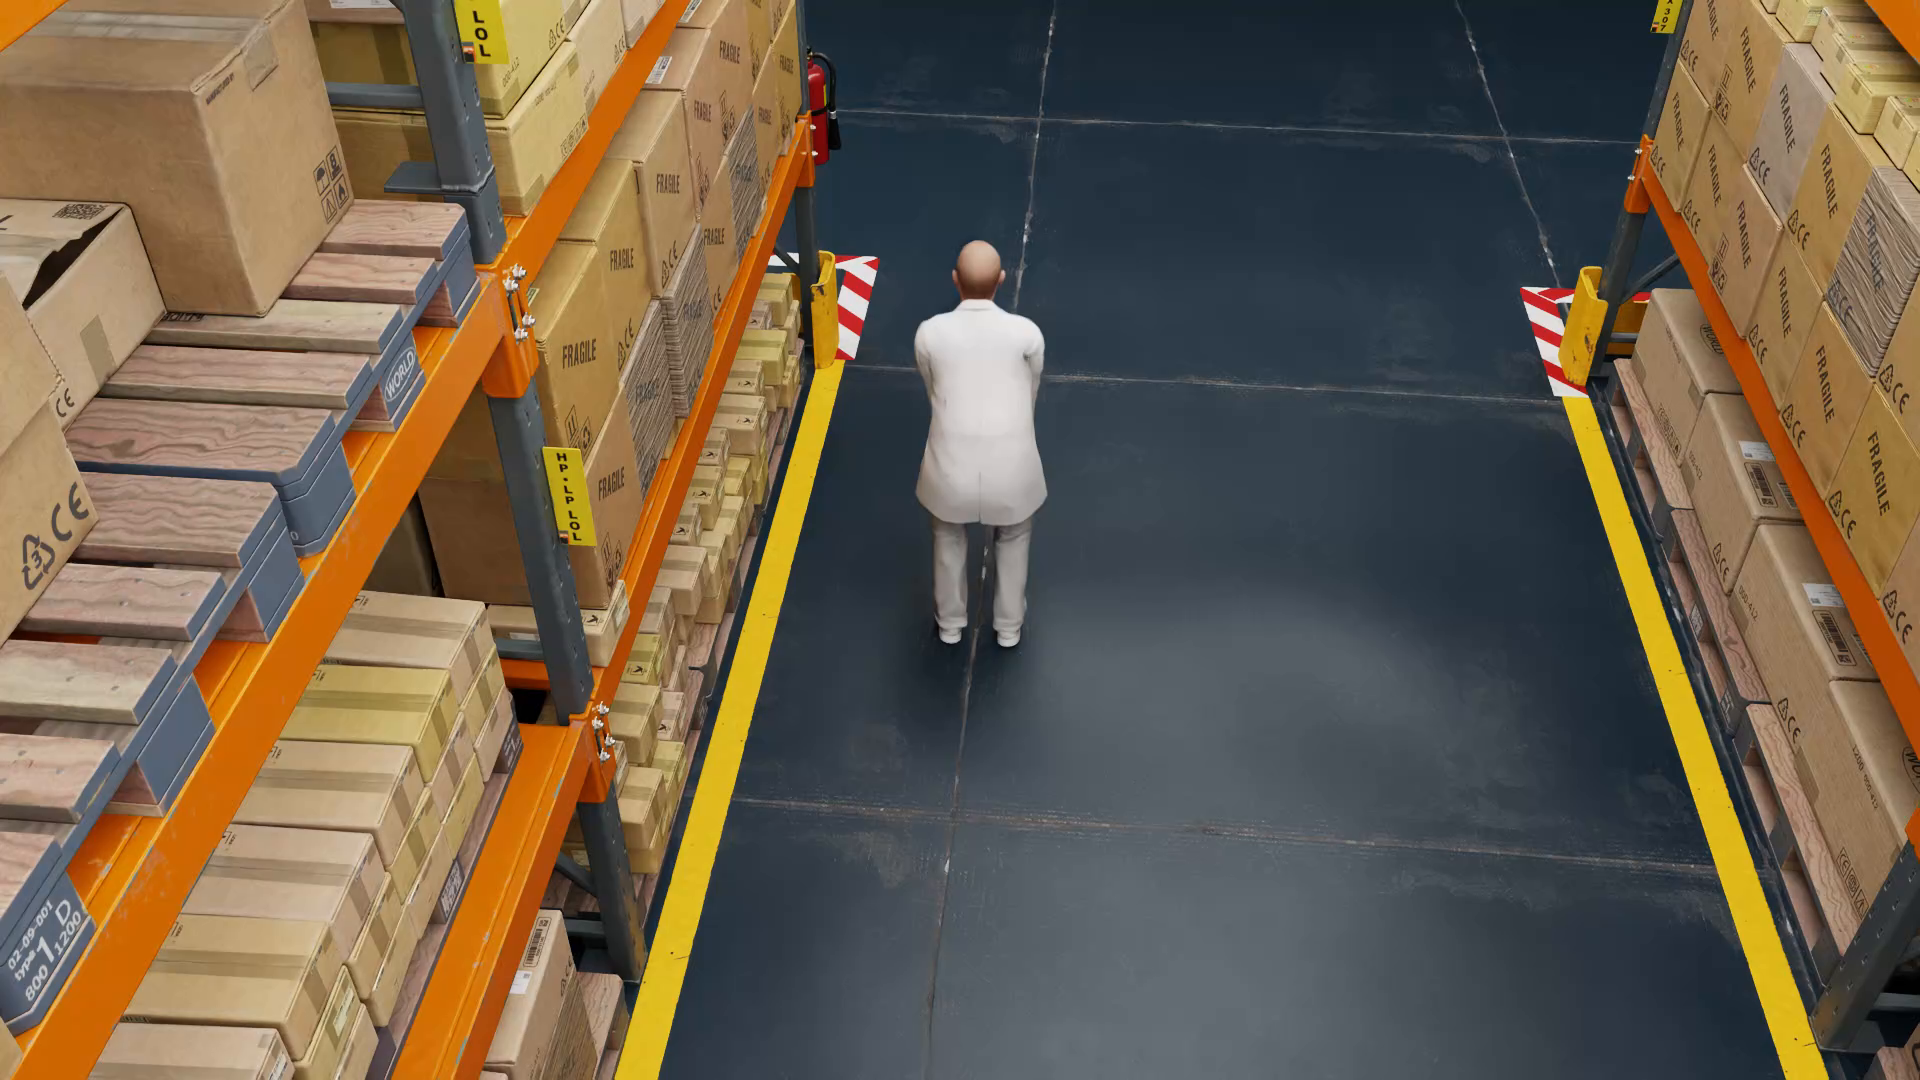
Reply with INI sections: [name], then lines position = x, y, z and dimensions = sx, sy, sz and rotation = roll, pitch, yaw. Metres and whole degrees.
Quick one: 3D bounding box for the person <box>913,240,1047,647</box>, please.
[person]
position = 0.091, -0.388, 6.660
dimensions = 0.534, 1.757, 0.594
rotation = 2, 40, 2
